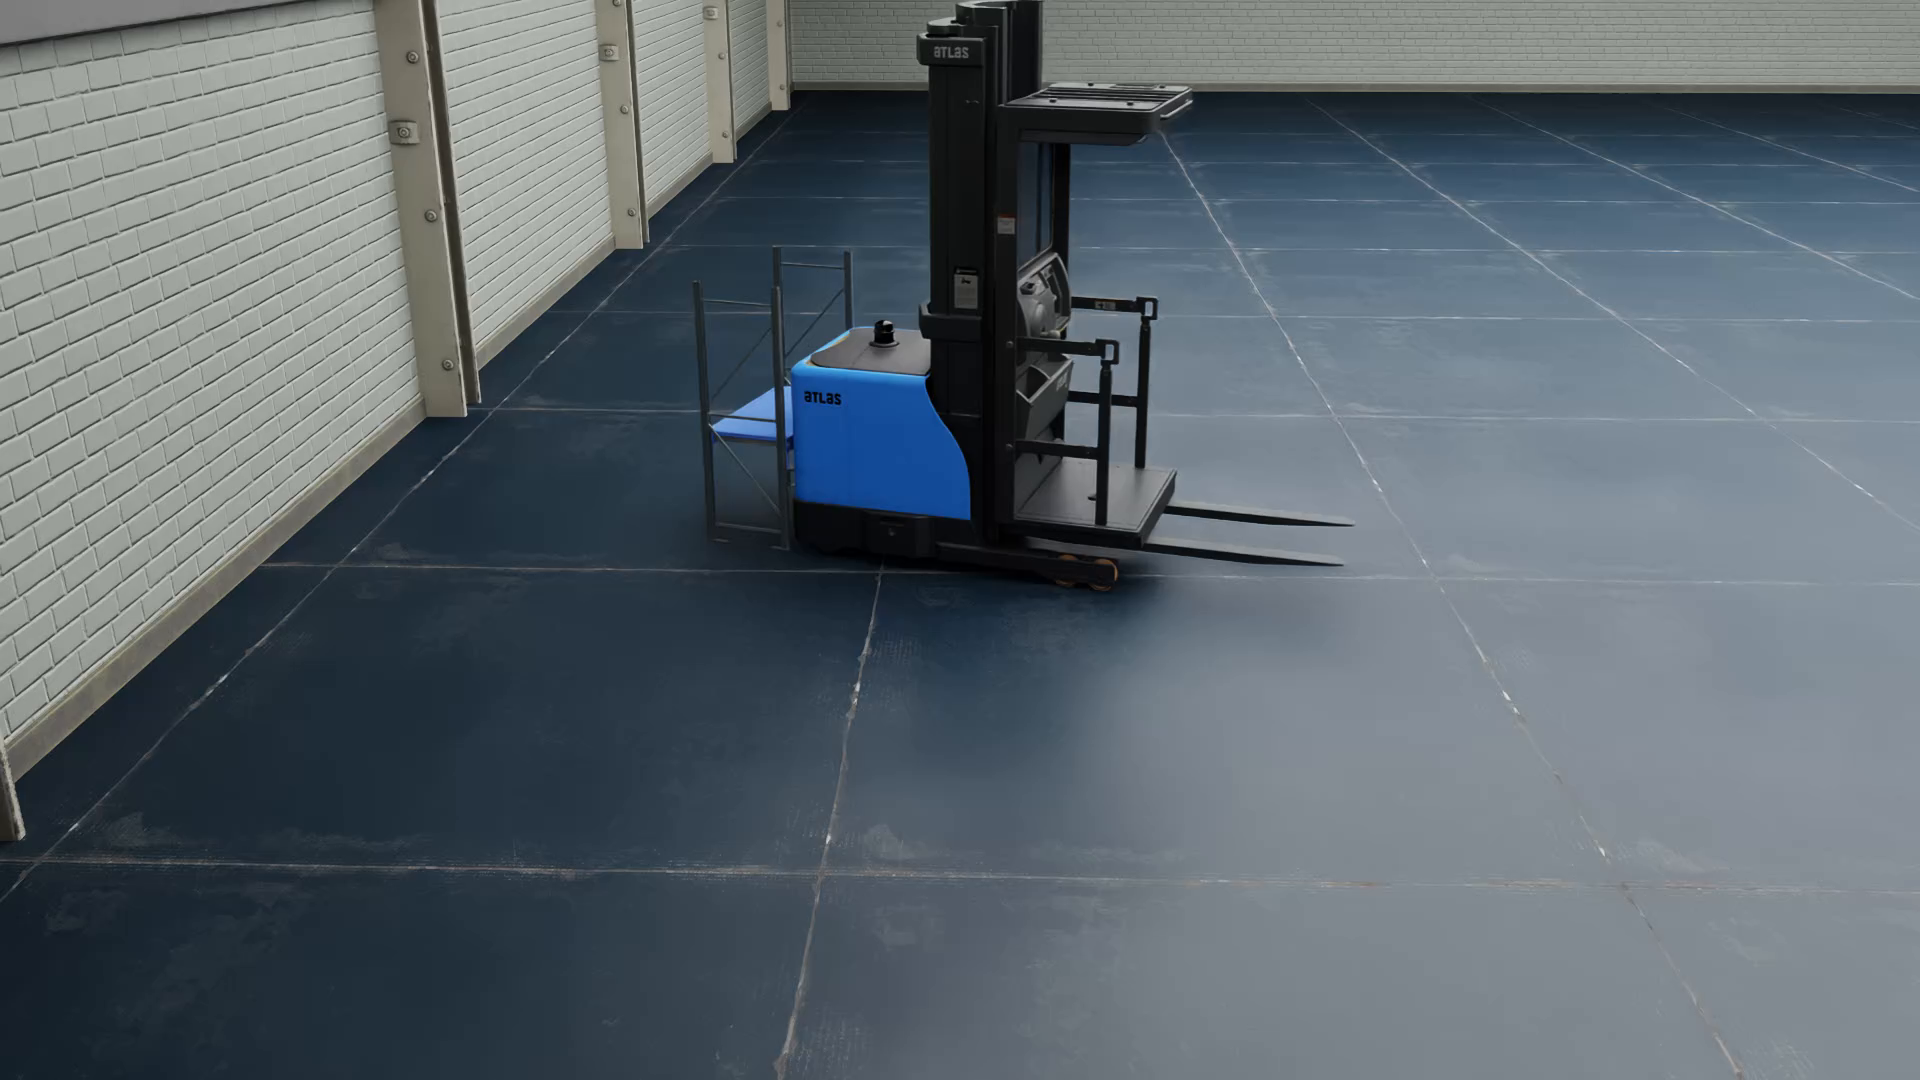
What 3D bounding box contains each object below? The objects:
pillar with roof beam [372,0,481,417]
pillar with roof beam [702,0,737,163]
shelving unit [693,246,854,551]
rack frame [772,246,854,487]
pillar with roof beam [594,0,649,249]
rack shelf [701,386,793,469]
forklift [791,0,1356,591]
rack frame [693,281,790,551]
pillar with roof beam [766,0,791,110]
[{"bbox_3d":[0.649,-5.092,10.213,9.100,9.000,0.400,1,21,2],"label":"pillar with roof beam"},{"bbox_3d":[1.014,-9.431,21.395,9.100,9.000,0.400,1,21,2],"label":"pillar with roof beam"},{"bbox_3d":[-1.036,-0.845,9.633,0.538,1.500,1.048,7,22,18],"label":"shelving unit"},{"bbox_3d":[-0.872,-1.019,10.081,0.500,1.500,0.032,7,22,18],"label":"rack frame"},{"bbox_3d":[0.832,-7.262,15.804,9.100,9.000,0.400,1,21,2],"label":"pillar with roof beam"},{"bbox_3d":[-1.036,-0.677,9.698,0.538,0.185,1.000,7,22,18],"label":"rack shelf"},{"bbox_3d":[0.639,-1.312,8.858,3.031,2.935,1.130,7,22,16],"label":"forklift"},{"bbox_3d":[-1.200,-0.671,9.184,0.500,1.500,0.032,7,22,18],"label":"rack frame"},{"bbox_3d":[1.197,-11.600,26.986,9.100,9.000,0.400,1,21,2],"label":"pillar with roof beam"}]
